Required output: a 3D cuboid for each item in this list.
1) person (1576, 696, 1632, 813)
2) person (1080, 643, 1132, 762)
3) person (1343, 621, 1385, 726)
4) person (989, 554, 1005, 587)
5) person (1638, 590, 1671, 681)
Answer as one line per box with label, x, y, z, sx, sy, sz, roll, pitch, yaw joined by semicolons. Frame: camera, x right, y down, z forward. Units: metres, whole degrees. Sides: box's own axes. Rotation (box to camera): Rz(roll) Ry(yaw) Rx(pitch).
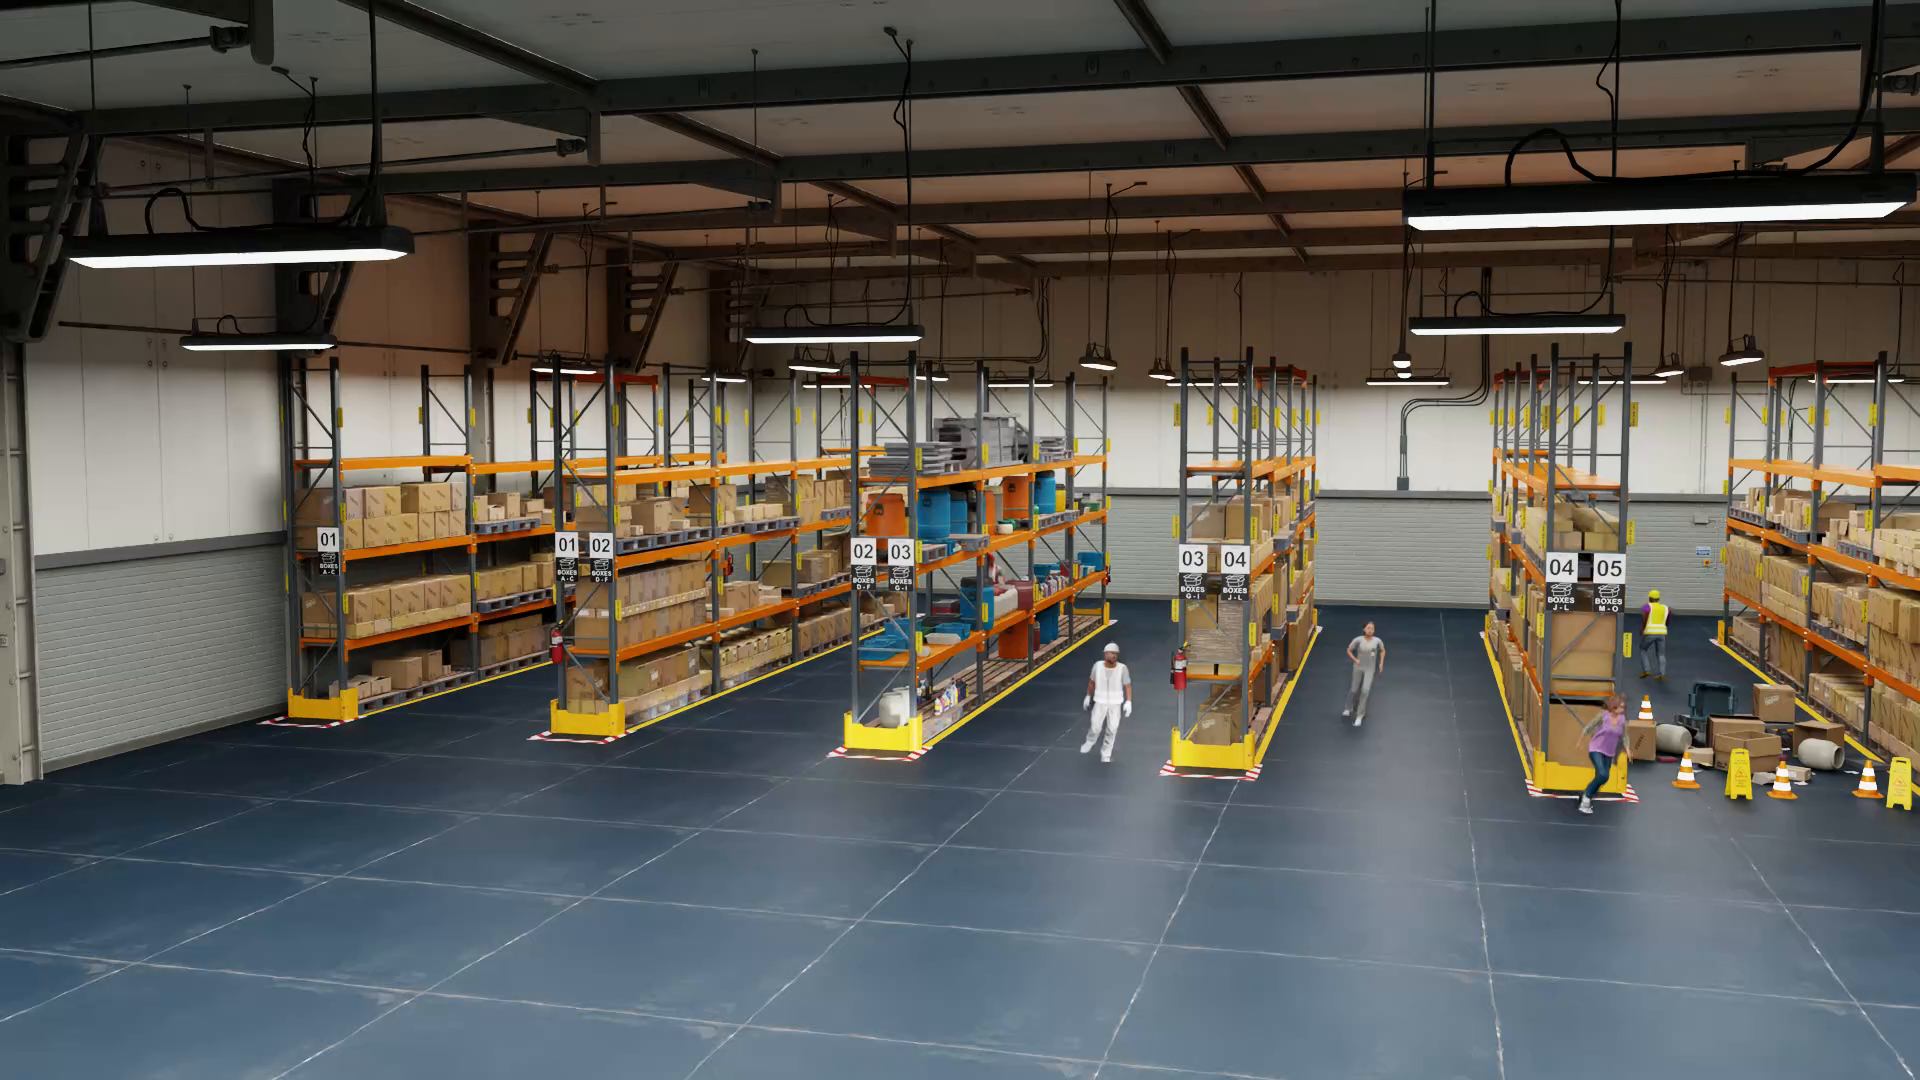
person;8.116;2.701;20.898;0.517;1.526;0.694;-1;4;-18
person;2.113;2.351;24.067;0.744;1.737;0.565;0;4;6
person;6.656;2.195;27.346;0.663;1.627;0.847;1;4;10
person;0.761;1.192;40.147;0.661;1.739;0.811;1;4;8
person;13.198;1.818;31.578;0.642;1.708;0.968;0;4;5
